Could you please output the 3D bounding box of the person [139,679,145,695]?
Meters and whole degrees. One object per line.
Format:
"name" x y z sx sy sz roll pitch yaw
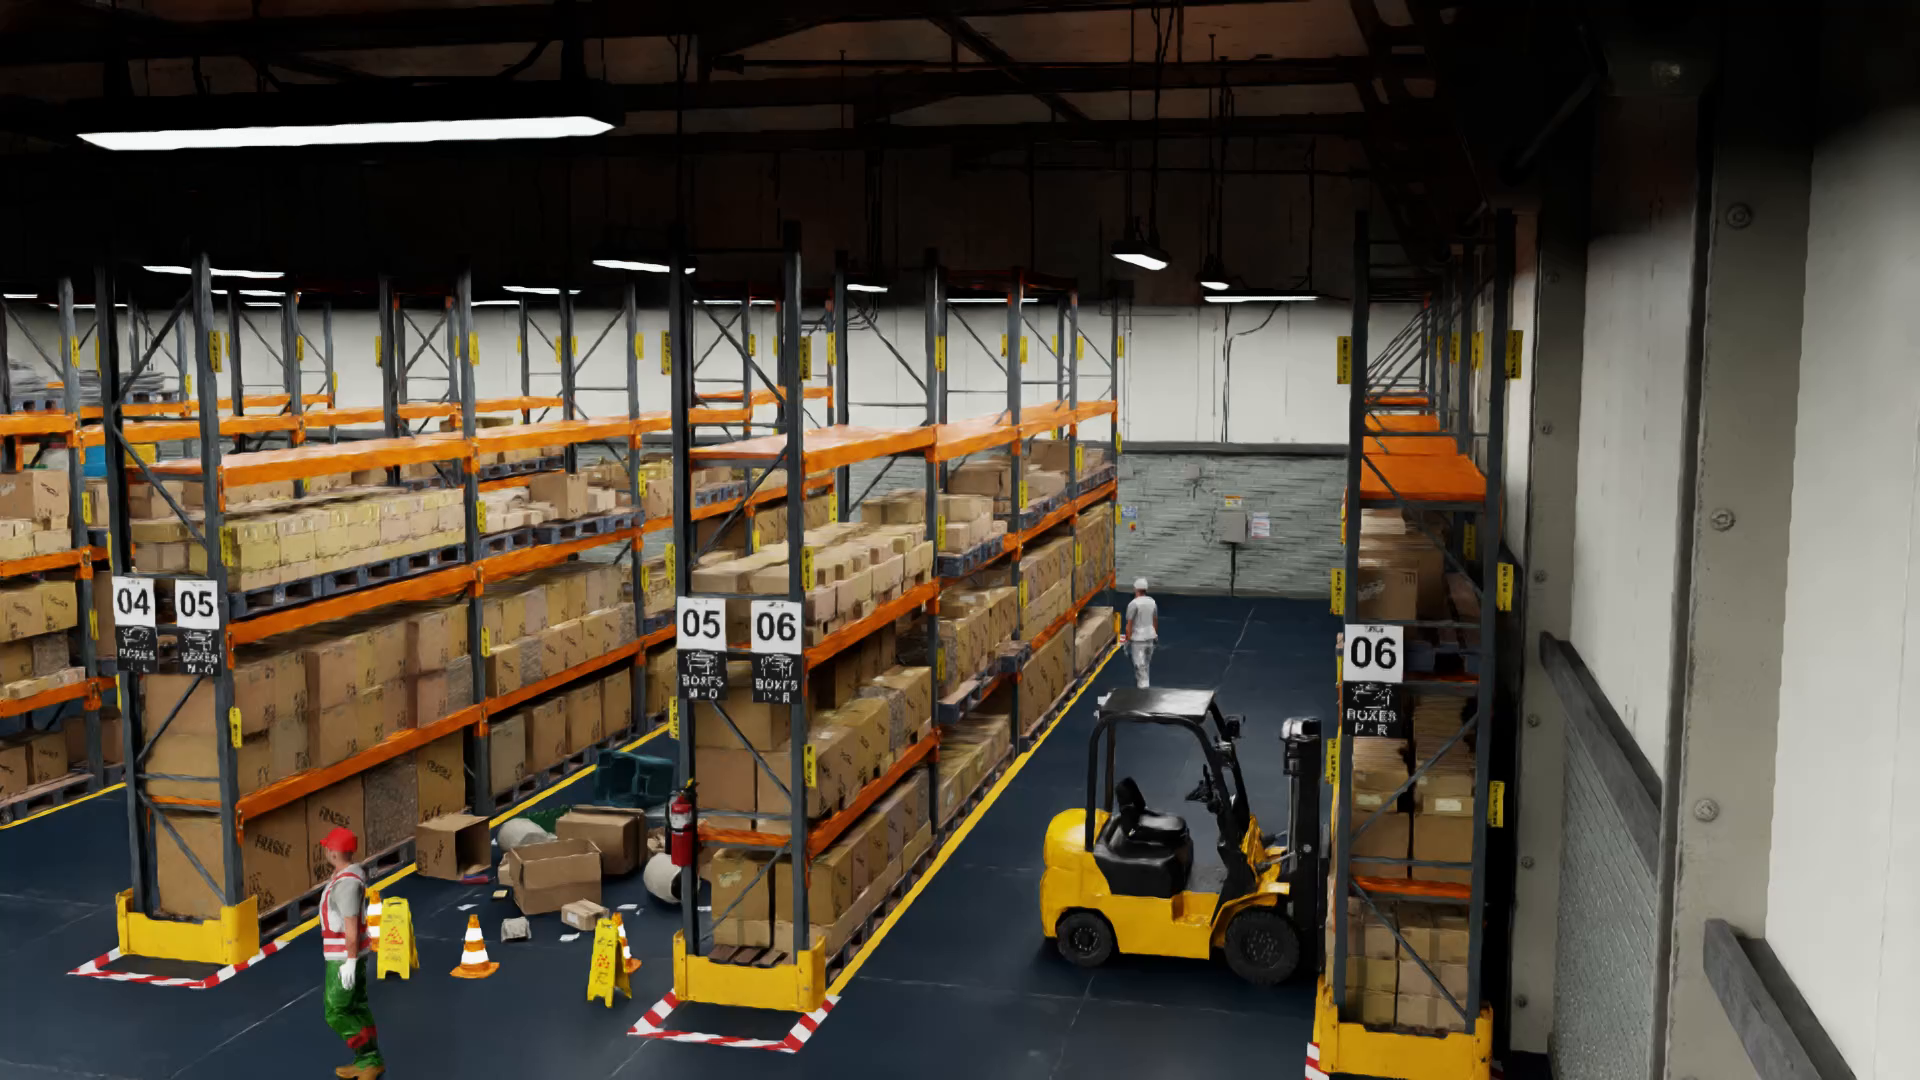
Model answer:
"person" -11.381 1.523 23.043 0.544 1.642 1.111 2 7 17

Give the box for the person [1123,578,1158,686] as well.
"person" 2.530 1.411 23.432 0.655 1.785 0.577 -7 10 -44

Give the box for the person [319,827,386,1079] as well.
"person" -4.212 2.874 11.518 0.388 1.783 0.624 -2 7 -17
